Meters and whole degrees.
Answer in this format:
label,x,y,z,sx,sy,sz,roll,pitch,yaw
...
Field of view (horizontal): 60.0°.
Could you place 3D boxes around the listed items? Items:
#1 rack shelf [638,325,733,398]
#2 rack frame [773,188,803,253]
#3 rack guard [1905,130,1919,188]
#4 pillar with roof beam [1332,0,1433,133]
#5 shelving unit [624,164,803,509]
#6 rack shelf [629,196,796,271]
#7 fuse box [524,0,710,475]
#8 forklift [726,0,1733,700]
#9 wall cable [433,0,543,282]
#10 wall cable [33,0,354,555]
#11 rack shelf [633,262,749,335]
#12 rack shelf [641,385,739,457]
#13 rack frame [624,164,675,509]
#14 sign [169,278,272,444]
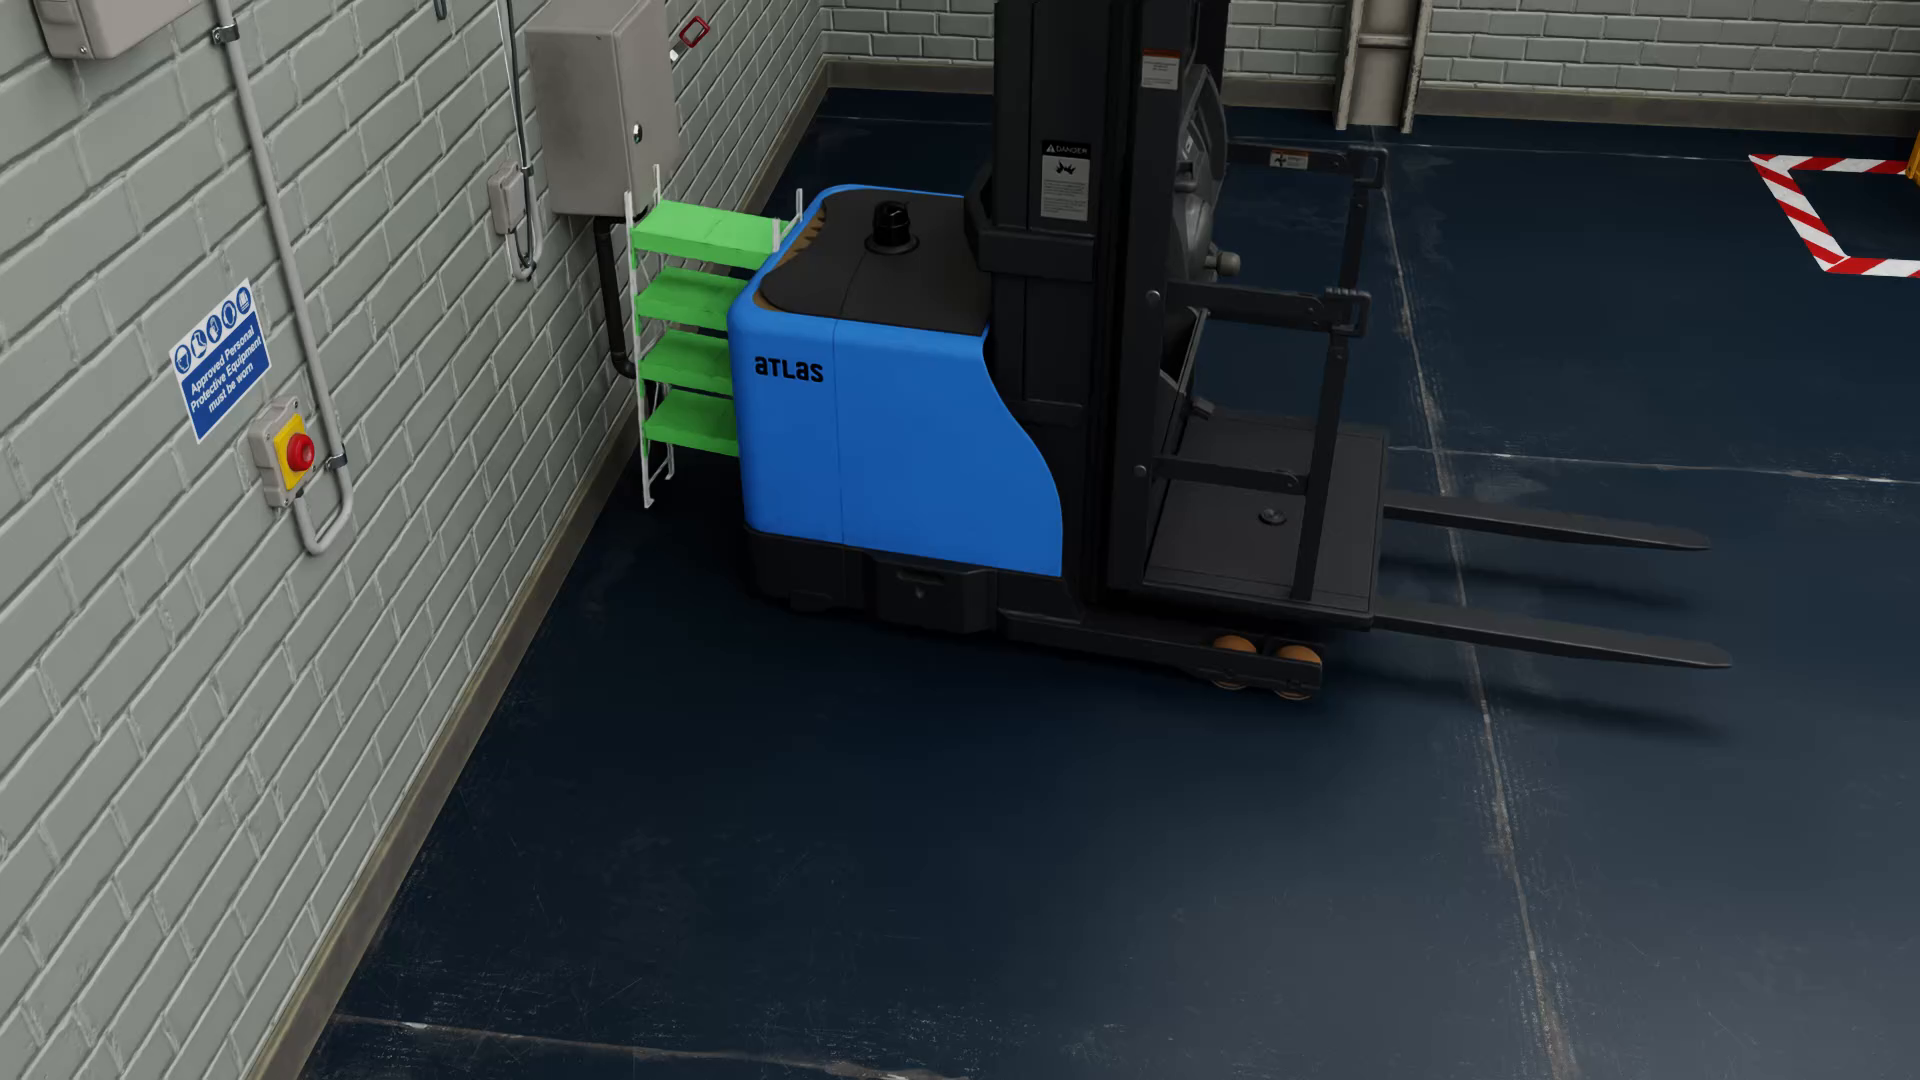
label,x,y,z,sx,sy,sz,roll,pitch,yaw
rack shelf,-0.812,-0.562,5.617,0.480,0.148,0.258,12,37,10
rack frame,-0.572,-0.565,5.537,0.015,1.200,0.240,12,37,10
rack guard,4.833,-1.723,7.733,0.348,0.500,1.175,4,36,6
pillar with roof beam,1.649,-3.426,2.804,0.400,9.000,9.100,4,36,6
shelving unit,-0.808,-0.613,5.579,0.503,1.200,0.258,12,37,10
rack shelf,-0.783,-0.948,5.333,0.480,0.148,0.258,12,37,10
fuse box,-1.055,-0.964,5.628,0.414,1.711,0.539,4,36,6
forklift,0.871,-1.048,4.696,3.031,2.935,1.130,8,36,12
wall cable,-1.298,-1.521,4.424,0.122,1.984,0.588,4,36,6
wall cable,-1.467,-0.715,3.269,0.123,1.953,0.585,4,36,6
rack shelf,-0.797,-0.755,5.475,0.480,0.148,0.258,12,37,10
rack shelf,-0.826,-0.369,5.759,0.480,0.148,0.258,12,37,10
rack frame,-1.043,-0.662,5.621,0.015,1.200,0.240,12,37,10
sign,-1.534,-0.376,3.462,0.001,0.218,0.327,4,36,6
